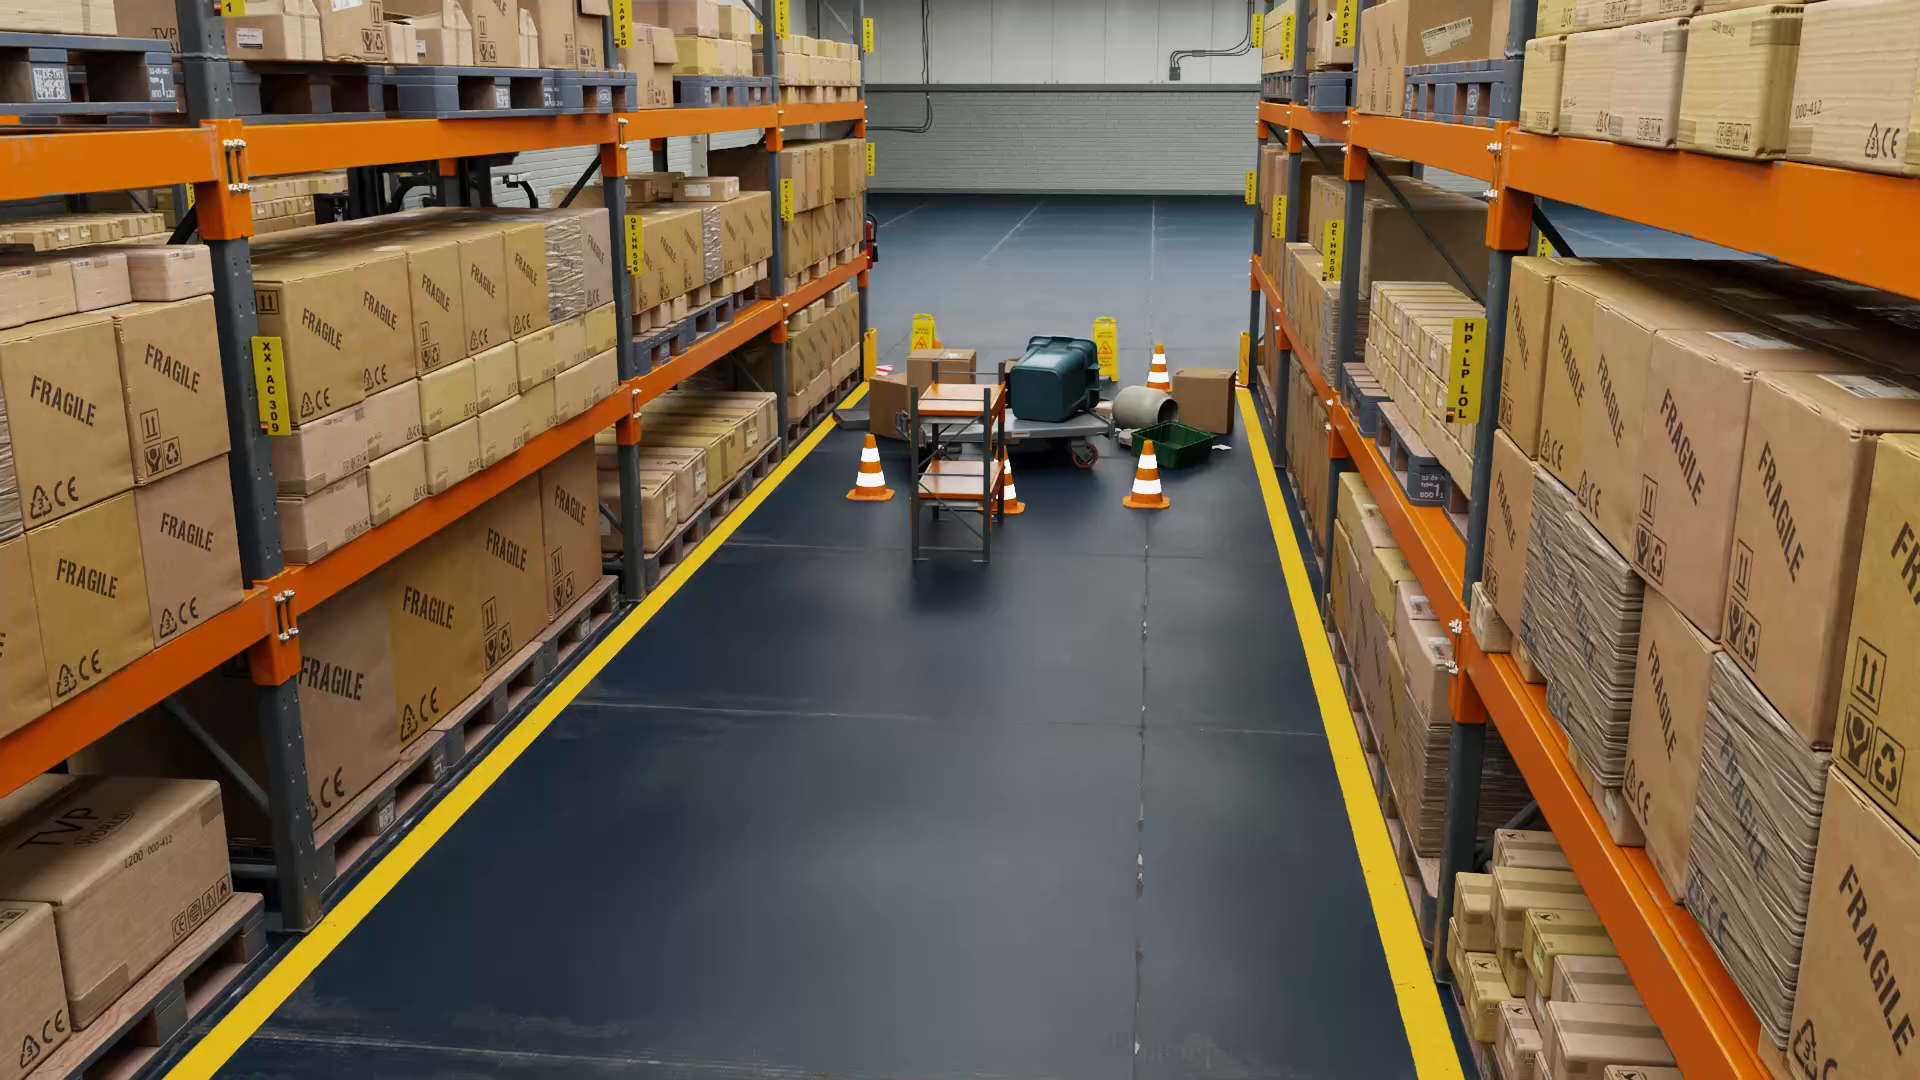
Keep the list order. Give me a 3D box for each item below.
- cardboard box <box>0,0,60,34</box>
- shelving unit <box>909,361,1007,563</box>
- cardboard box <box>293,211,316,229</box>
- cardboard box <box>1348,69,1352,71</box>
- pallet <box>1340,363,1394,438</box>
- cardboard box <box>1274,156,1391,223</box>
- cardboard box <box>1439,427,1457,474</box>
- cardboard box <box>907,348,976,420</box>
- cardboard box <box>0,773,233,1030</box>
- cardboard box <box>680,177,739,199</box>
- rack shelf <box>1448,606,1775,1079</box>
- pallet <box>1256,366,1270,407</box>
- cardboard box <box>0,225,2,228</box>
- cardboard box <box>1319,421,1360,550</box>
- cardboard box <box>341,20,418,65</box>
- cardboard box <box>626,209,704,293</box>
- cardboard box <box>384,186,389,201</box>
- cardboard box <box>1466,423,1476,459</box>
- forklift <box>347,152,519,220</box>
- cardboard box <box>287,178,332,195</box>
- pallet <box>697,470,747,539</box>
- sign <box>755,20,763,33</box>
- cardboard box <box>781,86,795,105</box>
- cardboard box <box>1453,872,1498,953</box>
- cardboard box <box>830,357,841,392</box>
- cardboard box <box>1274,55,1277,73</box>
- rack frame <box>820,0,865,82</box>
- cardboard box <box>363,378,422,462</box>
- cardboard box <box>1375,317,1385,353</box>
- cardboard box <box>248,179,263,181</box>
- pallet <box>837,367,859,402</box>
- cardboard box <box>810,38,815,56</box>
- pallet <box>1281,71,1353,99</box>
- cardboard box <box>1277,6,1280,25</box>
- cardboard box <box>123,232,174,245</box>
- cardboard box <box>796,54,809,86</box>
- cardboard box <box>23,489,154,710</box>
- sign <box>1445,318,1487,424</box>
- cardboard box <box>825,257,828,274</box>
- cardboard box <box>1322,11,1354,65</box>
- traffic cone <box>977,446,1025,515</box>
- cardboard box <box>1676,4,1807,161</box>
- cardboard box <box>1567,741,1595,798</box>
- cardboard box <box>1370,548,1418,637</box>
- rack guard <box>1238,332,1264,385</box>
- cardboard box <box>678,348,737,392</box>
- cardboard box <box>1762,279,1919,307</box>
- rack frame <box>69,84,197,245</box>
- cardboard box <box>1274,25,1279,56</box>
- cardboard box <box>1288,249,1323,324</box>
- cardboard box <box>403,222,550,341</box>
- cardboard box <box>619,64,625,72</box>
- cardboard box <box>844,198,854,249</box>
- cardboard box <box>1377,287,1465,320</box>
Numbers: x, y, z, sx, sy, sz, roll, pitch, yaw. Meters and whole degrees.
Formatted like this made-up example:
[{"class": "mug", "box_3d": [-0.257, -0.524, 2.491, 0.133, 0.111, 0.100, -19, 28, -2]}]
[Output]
[{"class": "cardboard box", "box_3d": [-2.603, -1.399, 4.329, 0.380, 0.149, 0.250, 2, 15, 8]}, {"class": "shelving unit", "box_3d": [-0.001, -0.541, 11.009, 0.538, 1.125, 1.048, 2, 15, 6]}, {"class": "cardboard box", "box_3d": [-6.363, -2.838, 15.719, 0.500, 0.500, 0.500, 2, 15, 7]}, {"class": "cardboard box", "box_3d": [3.591, -4.144, 14.480, 0.380, 0.149, 0.250, 2, 15, 7]}, {"class": "pallet", "box_3d": [2.587, -0.703, 8.381, 1.213, 0.211, 1.003, 2, 15, 6]}, {"class": "cardboard box", "box_3d": [3.035, -2.855, 13.618, 0.875, 0.550, 0.550, 2, 15, 6]}, {"class": "cardboard box", "box_3d": [2.046, -0.333, 6.324, 0.380, 0.149, 0.250, 1, 15, 3]}, {"class": "cardboard box", "box_3d": [-0.145, -1.254, 13.393, 0.500, 0.500, 0.500, 2, 15, 6]}, {"class": "cardboard box", "box_3d": [-2.997, 1.128, 5.346, 0.875, 0.438, 0.875, 1, 15, 5]}, {"class": "cardboard box", "box_3d": [-1.809, -2.542, 12.009, 0.380, 0.149, 0.250, 1, 15, 5]}, {"class": "rack shelf", "box_3d": [1.885, 0.920, 3.390, 1.077, 0.370, 4.000, 2, 15, 6]}, {"class": "pallet", "box_3d": [3.452, -1.502, 16.313, 1.003, 0.211, 1.213, 2, 15, 6]}, {"class": "cardboard box", "box_3d": [-7.298, -2.233, 12.239, 0.380, 0.149, 0.250, 2, 15, 6]}, {"class": "cardboard box", "box_3d": [2.720, -0.255, 9.865, 1.050, 0.750, 0.750, 1, 15, 5]}, {"class": "cardboard box", "box_3d": [-2.329, -1.921, 6.417, 0.380, 0.166, 0.250, 1, 15, 2]}, {"class": "cardboard box", "box_3d": [-1.982, -1.881, 10.804, 0.500, 0.500, 0.500, 2, 15, 7]}, {"class": "cardboard box", "box_3d": [-6.159, -3.586, 17.243, 0.380, 0.149, 0.250, 2, 15, 7]}, {"class": "cardboard box", "box_3d": [1.988, -0.348, 5.810, 0.380, 0.149, 0.250, 2, 15, 7]}, {"class": "forklift", "box_3d": [-4.262, -2.216, 13.741, 1.130, 2.935, 3.031, 2, 15, 6]}, {"class": "cardboard box", "box_3d": [-6.273, -3.395, 15.966, 0.380, 0.149, 0.250, 2, 15, 7]}, {"class": "pallet", "box_3d": [-2.138, -0.275, 11.774, 1.003, 0.211, 1.213, 2, 15, 6]}, {"class": "sign", "box_3d": [-2.005, -5.063, 16.720, 0.100, 0.325, 0.005, 2, 15, 6]}, {"class": "cardboard box", "box_3d": [-1.550, -3.607, 13.489, 0.380, 0.149, 0.250, 2, 15, 6]}, {"class": "cardboard box", "box_3d": [1.751, 1.169, 5.180, 0.380, 0.149, 0.250, 2, 15, 9]}, {"class": "cardboard box", "box_3d": [-1.409, -1.565, 15.668, 0.500, 0.250, 0.500, 1, 15, 4]}, {"class": "cardboard box", "box_3d": [2.908, -4.098, 14.310, 0.380, 0.149, 0.250, 2, 15, 6]}, {"class": "rack frame", "box_3d": [-1.465, -6.074, 16.384, 1.000, 3.000, 0.127, 2, 15, 6]}, {"class": "cardboard box", "box_3d": [-2.459, -0.476, 6.506, 0.500, 0.250, 0.500, 2, 15, 7]}, {"class": "cardboard box", "box_3d": [2.279, -1.018, 8.288, 0.380, 0.149, 0.250, 2, 15, 9]}, {"class": "cardboard box", "box_3d": [-6.851, -3.347, 15.788, 0.380, 0.149, 0.250, 2, 15, 7]}, {"class": "pallet", "box_3d": [-1.601, -1.602, 16.683, 1.003, 0.211, 1.213, 2, 15, 6]}, {"class": "cardboard box", "box_3d": [-1.464, -4.263, 14.389, 0.380, 0.149, 0.250, 1, 15, 5]}, {"class": "pallet", "box_3d": [3.116, -3.638, 13.292, 1.003, 0.211, 1.213, 2, 15, 6]}, {"class": "cardboard box", "box_3d": [2.909, -4.481, 14.200, 0.380, 0.149, 0.250, 2, 15, 7]}, {"class": "cardboard box", "box_3d": [-6.651, -2.319, 13.323, 0.500, 0.250, 0.500, 1, 15, 5]}, {"class": "cardboard box", "box_3d": [-1.546, -3.899, 13.808, 0.500, 0.250, 0.500, 2, 15, 6]}, {"class": "cardboard box", "box_3d": [-2.670, 0.148, 4.677, 0.500, 0.500, 0.500, 1, 15, 5]}, {"class": "sign", "box_3d": [1.559, -0.520, 5.121, 0.100, 0.325, 0.005, 2, 15, 6]}, {"class": "cardboard box", "box_3d": [-1.408, -2.489, 15.101, 0.380, 0.149, 0.250, 2, 15, 6]}, {"class": "cardboard box", "box_3d": [2.382, -2.919, 9.639, 0.500, 0.311, 0.500, 2, 15, 6]}, {"class": "traffic cone", "box_3d": [0.295, -0.448, 11.933, 0.336, 0.463, 0.334, 2, 15, 6]}, {"class": "cardboard box", "box_3d": [1.608, -0.809, 2.948, 0.500, 0.250, 0.500, 2, 15, 9]}, {"class": "cardboard box", "box_3d": [1.690, 0.513, 3.999, 0.380, 0.149, 0.250, 2, 15, 7]}, {"class": "cardboard box", "box_3d": [2.060, 0.225, 7.130, 0.500, 0.250, 0.500, 1, 15, 4]}, {"class": "rack guard", "box_3d": [3.467, -1.858, 17.074, 1.175, 0.500, 0.348, 2, 15, 6]}, {"class": "cardboard box", "box_3d": [-2.117, -1.539, 14.133, 0.500, 0.500, 0.500, 1, 15, 5]}, {"class": "cardboard box", "box_3d": [2.273, -0.356, 4.056, 0.500, 0.500, 0.500, 1, 15, 4]}, {"class": "rack frame", "box_3d": [-6.849, -2.285, 13.868, 1.000, 3.000, 0.127, 2, 15, 6]}, {"class": "cardboard box", "box_3d": [2.985, -4.318, 14.359, 0.500, 0.250, 0.500, 2, 15, 6]}, {"class": "cardboard box", "box_3d": [2.630, -1.809, 11.916, 0.500, 0.500, 0.500, 2, 15, 7]}, {"class": "cardboard box", "box_3d": [-2.279, -1.230, 7.857, 0.500, 0.500, 0.500, 2, 15, 6]}, {"class": "cardboard box", "box_3d": [-2.135, -2.629, 9.648, 0.396, 0.266, 0.258, 2, 15, 6]}, {"class": "cardboard box", "box_3d": [-1.314, -3.091, 16.085, 0.500, 0.500, 0.500, 2, 15, 6]}, {"class": "cardboard box", "box_3d": [2.289, -1.168, 8.272, 0.380, 0.149, 0.250, 1, 15, 5]}]
